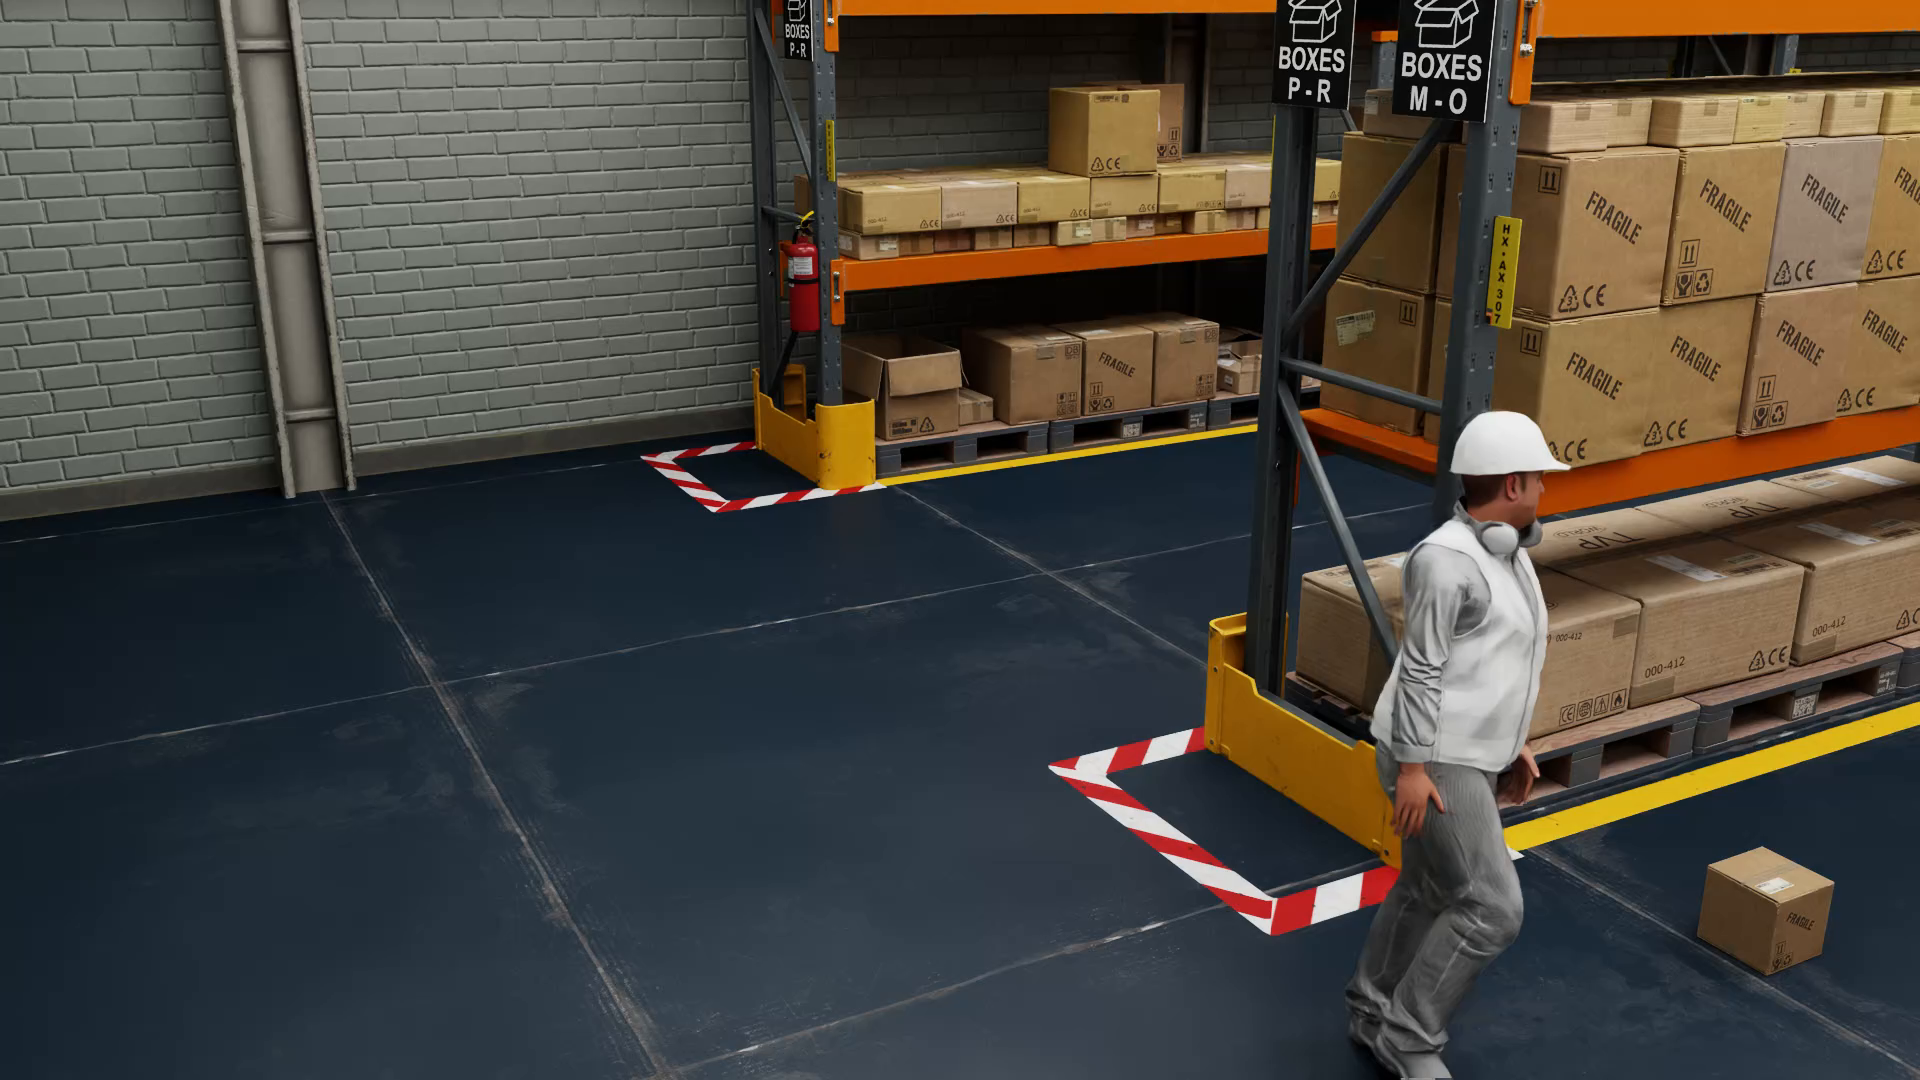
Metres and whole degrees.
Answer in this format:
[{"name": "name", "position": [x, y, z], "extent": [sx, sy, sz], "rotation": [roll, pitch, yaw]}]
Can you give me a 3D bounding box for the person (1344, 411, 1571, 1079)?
[{"name": "person", "position": [1.295, 0.563, 4.288], "extent": [0.477, 1.757, 0.665], "rotation": [14, 23, 36]}]
